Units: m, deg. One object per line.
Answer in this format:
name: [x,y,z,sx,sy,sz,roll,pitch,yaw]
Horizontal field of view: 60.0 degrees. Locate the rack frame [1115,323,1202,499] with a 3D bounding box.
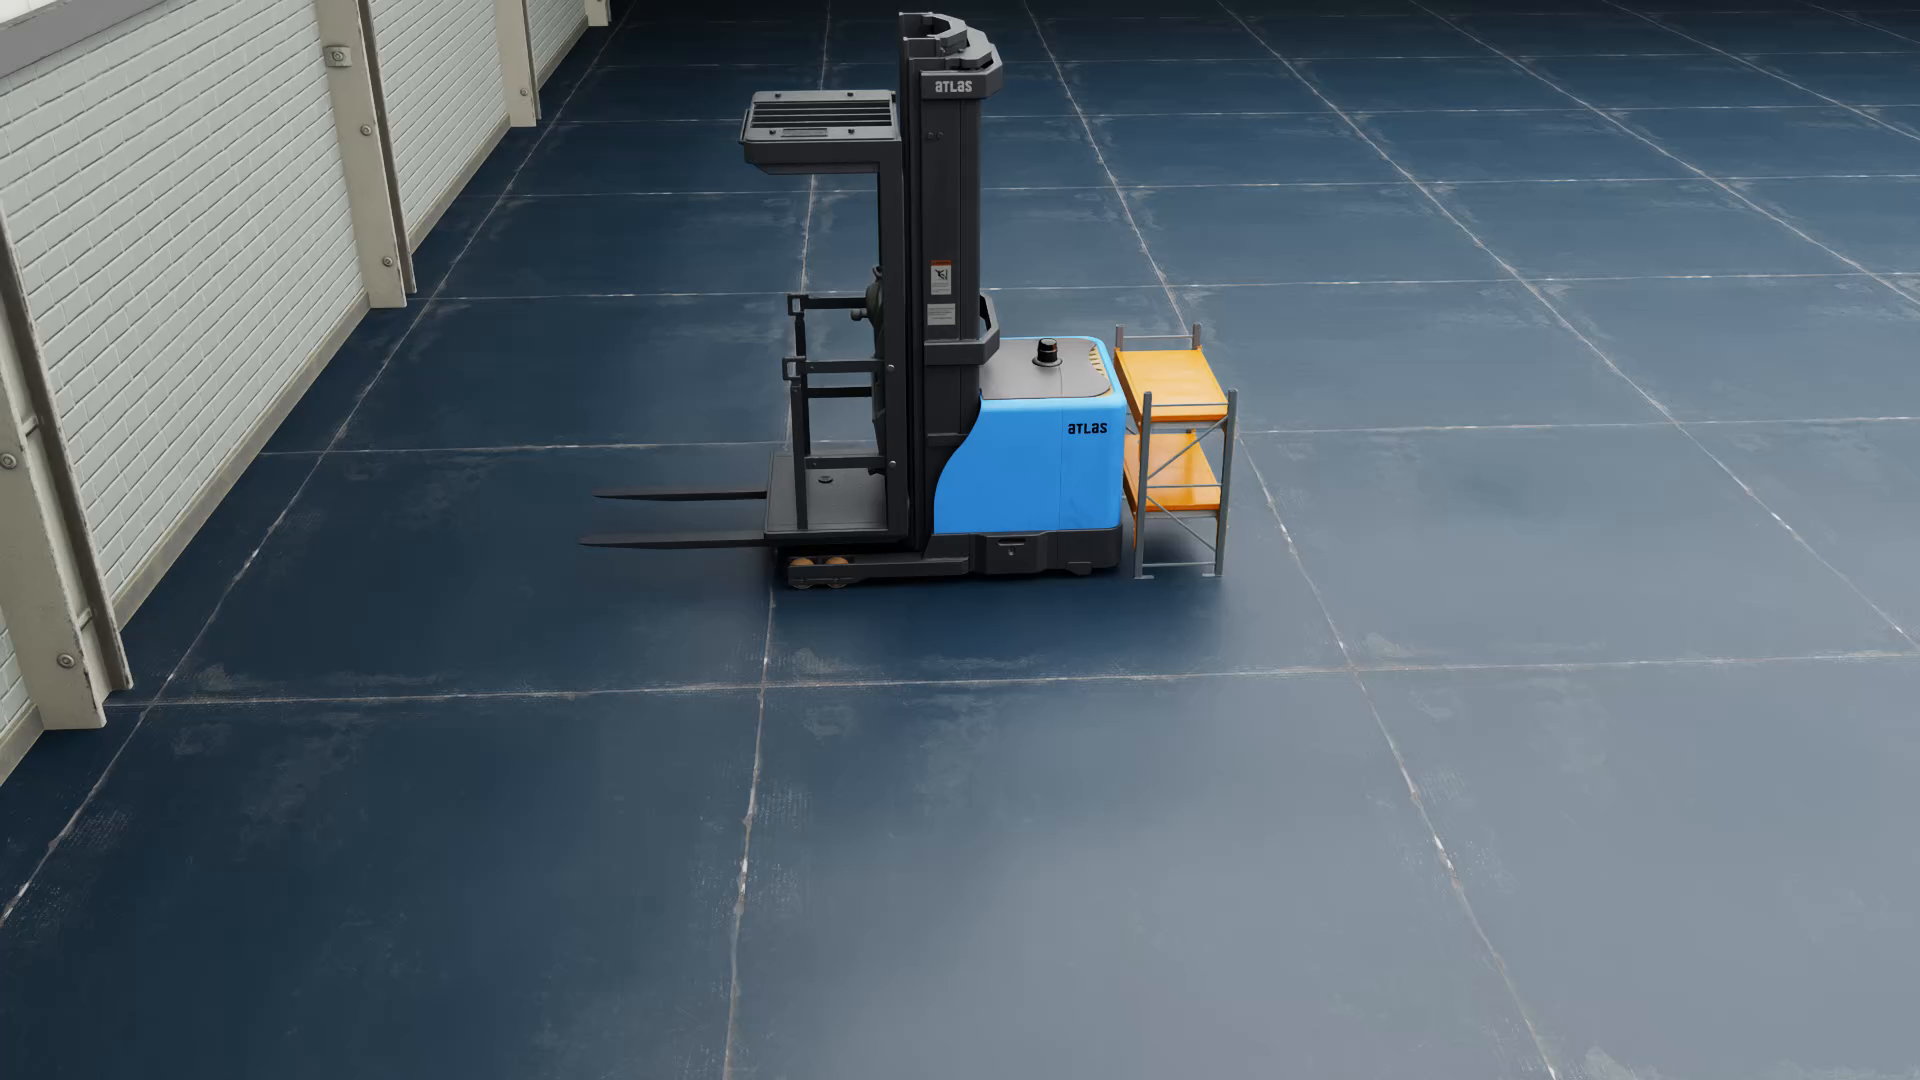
rack frame: [1.164,-0.762,9.994,0.500,1.125,0.032,-2,28,-3]

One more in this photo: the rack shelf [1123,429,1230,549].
rack shelf: [1.195,-0.310,9.657,0.538,0.278,1.000,-2,28,-3]

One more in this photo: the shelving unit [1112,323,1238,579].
shelving unit: [1.195,-0.527,9.544,0.538,1.125,1.048,-2,28,-3]

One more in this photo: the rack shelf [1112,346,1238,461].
rack shelf: [1.195,-0.786,9.409,0.538,0.278,1.000,-2,28,-3]

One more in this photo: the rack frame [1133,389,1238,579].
rack frame: [1.226,-0.292,9.094,0.500,1.125,0.032,-2,28,-3]

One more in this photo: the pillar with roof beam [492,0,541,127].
pillar with roof beam: [-0.625,-8.818,16.926,9.100,9.000,0.400,-1,28,-3]

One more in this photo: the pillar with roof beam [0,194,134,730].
pillar with roof beam: [0.001,-3.276,6.301,9.100,9.000,0.400,-1,28,-3]

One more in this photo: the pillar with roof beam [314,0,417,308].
pillar with roof beam: [-0.312,-6.047,11.614,9.100,9.000,0.400,-1,28,-3]

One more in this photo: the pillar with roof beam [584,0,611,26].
pillar with roof beam: [-0.939,-11.589,22.239,9.100,9.000,0.400,-1,28,-3]

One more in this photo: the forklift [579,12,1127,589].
forklift: [-0.628,-1.281,9.037,3.031,2.935,1.130,-2,28,-3]
